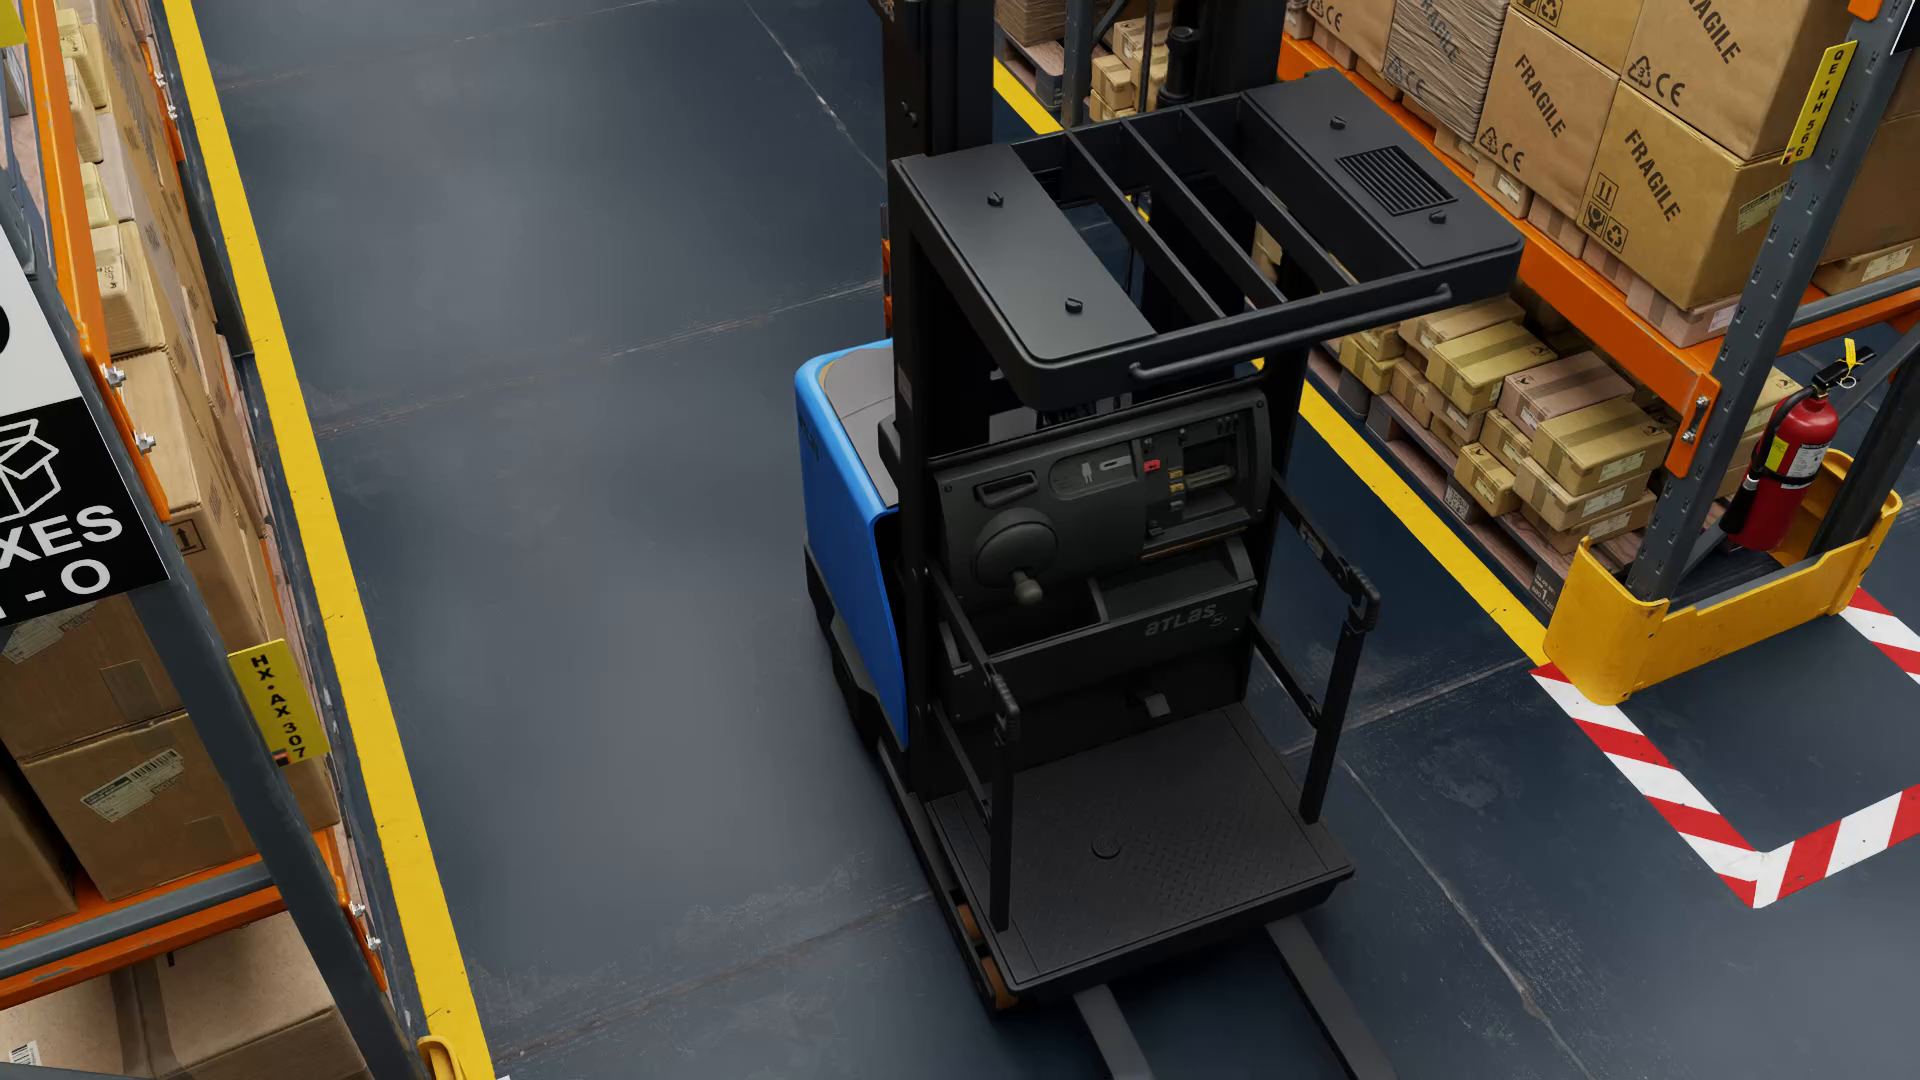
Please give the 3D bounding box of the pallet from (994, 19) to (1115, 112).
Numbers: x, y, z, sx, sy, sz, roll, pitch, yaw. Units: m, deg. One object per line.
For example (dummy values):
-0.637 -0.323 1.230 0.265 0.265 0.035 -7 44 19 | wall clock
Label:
0.655 -2.772 8.909 1.003 0.211 1.213 -18 47 -17 | pallet

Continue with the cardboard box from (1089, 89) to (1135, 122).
0.845 -2.076 7.949 0.380 0.149 0.250 -20 48 -19 | cardboard box

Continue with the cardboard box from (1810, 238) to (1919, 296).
2.827 -0.933 5.239 0.380 0.149 0.250 -18 48 -18 | cardboard box

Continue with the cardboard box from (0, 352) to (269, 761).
-1.726 0.025 3.306 0.500 0.500 0.500 -19 48 -18 | cardboard box

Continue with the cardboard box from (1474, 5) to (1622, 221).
2.031 -1.401 5.251 0.500 0.500 0.500 -19 48 -18 | cardboard box

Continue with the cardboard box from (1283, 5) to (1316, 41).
1.404 -2.077 6.398 0.380 0.149 0.250 -16 47 -16 | cardboard box

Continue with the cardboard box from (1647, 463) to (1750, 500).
2.736 -0.283 6.131 0.380 0.149 0.250 -17 47 -17 | cardboard box

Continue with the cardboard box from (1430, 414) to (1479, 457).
2.022 -0.456 6.307 0.380 0.149 0.250 -18 47 -18 | cardboard box

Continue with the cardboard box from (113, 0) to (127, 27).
-3.016 -1.915 5.272 0.500 0.500 0.500 -18 48 -18 | cardboard box

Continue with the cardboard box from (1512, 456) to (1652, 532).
2.185 -0.212 5.848 0.380 0.149 0.250 -19 48 -18 | cardboard box

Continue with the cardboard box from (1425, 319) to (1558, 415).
1.935 -0.633 6.063 0.380 0.149 0.250 -19 48 -18 | cardboard box

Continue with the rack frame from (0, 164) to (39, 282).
-1.783 -1.329 1.190 1.000 3.000 0.127 -18 47 -17 | rack frame

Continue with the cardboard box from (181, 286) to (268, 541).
-2.160 -0.263 4.310 0.500 0.500 0.500 -18 47 -18 | cardboard box

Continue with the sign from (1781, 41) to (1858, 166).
2.154 -1.093 4.173 0.100 0.325 0.005 -18 47 -17 | sign

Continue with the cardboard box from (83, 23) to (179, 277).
-2.384 -0.945 4.289 0.500 0.500 0.500 -18 47 -17 | cardboard box

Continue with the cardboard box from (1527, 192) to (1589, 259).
2.082 -1.079 5.387 0.380 0.149 0.250 -18 48 -18 | cardboard box

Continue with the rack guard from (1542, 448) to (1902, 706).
2.634 0.122 5.770 1.175 0.500 0.348 -18 47 -17 | rack guard

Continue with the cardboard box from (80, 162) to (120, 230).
-1.988 -0.631 3.509 0.380 0.149 0.250 -19 48 -19 | cardboard box

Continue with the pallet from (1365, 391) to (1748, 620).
2.324 -0.303 6.407 1.003 0.211 1.213 -18 47 -17 | pallet

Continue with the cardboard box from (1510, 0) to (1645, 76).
2.035 -1.758 4.901 0.500 0.500 0.500 -20 48 -19 | cardboard box

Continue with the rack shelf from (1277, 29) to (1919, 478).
1.825 -1.738 6.388 1.077 0.370 4.000 -18 47 -17 | rack shelf

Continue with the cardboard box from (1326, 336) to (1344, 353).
1.646 -0.933 6.791 0.380 0.149 0.250 -17 47 -17 | cardboard box

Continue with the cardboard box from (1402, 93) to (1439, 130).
1.810 -1.601 5.916 0.380 0.149 0.250 -20 48 -19 | cardboard box

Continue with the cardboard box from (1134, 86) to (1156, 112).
1.034 -2.049 7.710 0.380 0.149 0.250 -18 47 -17 | cardboard box

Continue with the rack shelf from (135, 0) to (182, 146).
-4.306 -2.761 7.424 1.077 0.370 4.000 -18 47 -17 | rack shelf

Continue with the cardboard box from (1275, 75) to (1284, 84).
1.624 -2.157 7.608 0.380 0.149 0.250 -18 48 -18 | cardboard box

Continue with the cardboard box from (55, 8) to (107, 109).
-2.295 -1.124 4.009 0.380 0.149 0.250 -19 48 -18 | cardboard box

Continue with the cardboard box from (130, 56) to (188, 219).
-2.817 -1.231 5.291 0.500 0.500 0.500 -19 48 -18 | cardboard box

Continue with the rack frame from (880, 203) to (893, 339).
-0.160 -0.752 6.158 0.240 1.200 0.015 -16 47 -15 | rack frame

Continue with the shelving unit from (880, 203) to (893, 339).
-0.070 -0.593 5.997 0.258 1.200 0.503 -16 47 -15 | shelving unit

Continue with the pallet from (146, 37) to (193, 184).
-4.375 -1.998 8.124 1.003 0.211 1.213 -18 47 -17 | pallet

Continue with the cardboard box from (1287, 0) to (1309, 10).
1.357 -2.375 6.238 0.500 0.500 0.500 -19 48 -18 | cardboard box

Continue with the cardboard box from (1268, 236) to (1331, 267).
1.503 -1.205 6.855 0.380 0.149 0.250 -18 47 -17 | cardboard box

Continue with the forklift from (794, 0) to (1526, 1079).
0.469 -0.014 4.178 1.130 2.935 3.031 -16 47 -15 | forklift

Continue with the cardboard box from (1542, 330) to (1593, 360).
2.431 -0.691 6.333 0.380 0.149 0.250 -17 47 -17 | cardboard box

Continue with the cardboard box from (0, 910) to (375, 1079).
-2.151 1.178 4.445 0.875 0.438 0.875 -20 48 -19 | cardboard box

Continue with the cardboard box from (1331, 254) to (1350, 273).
1.710 -1.172 6.609 0.380 0.149 0.250 -20 48 -19 | cardboard box

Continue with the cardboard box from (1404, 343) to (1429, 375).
1.945 -0.744 6.388 0.380 0.149 0.250 -19 48 -18 | cardboard box

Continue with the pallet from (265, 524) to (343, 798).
-2.699 0.537 5.556 1.003 0.211 1.213 -18 47 -17 | pallet

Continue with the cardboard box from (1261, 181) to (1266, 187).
1.317 -1.649 7.092 0.380 0.149 0.250 -17 47 -17 | cardboard box

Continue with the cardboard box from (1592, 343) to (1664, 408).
2.529 -0.640 6.070 0.380 0.149 0.250 -17 47 -17 | cardboard box
